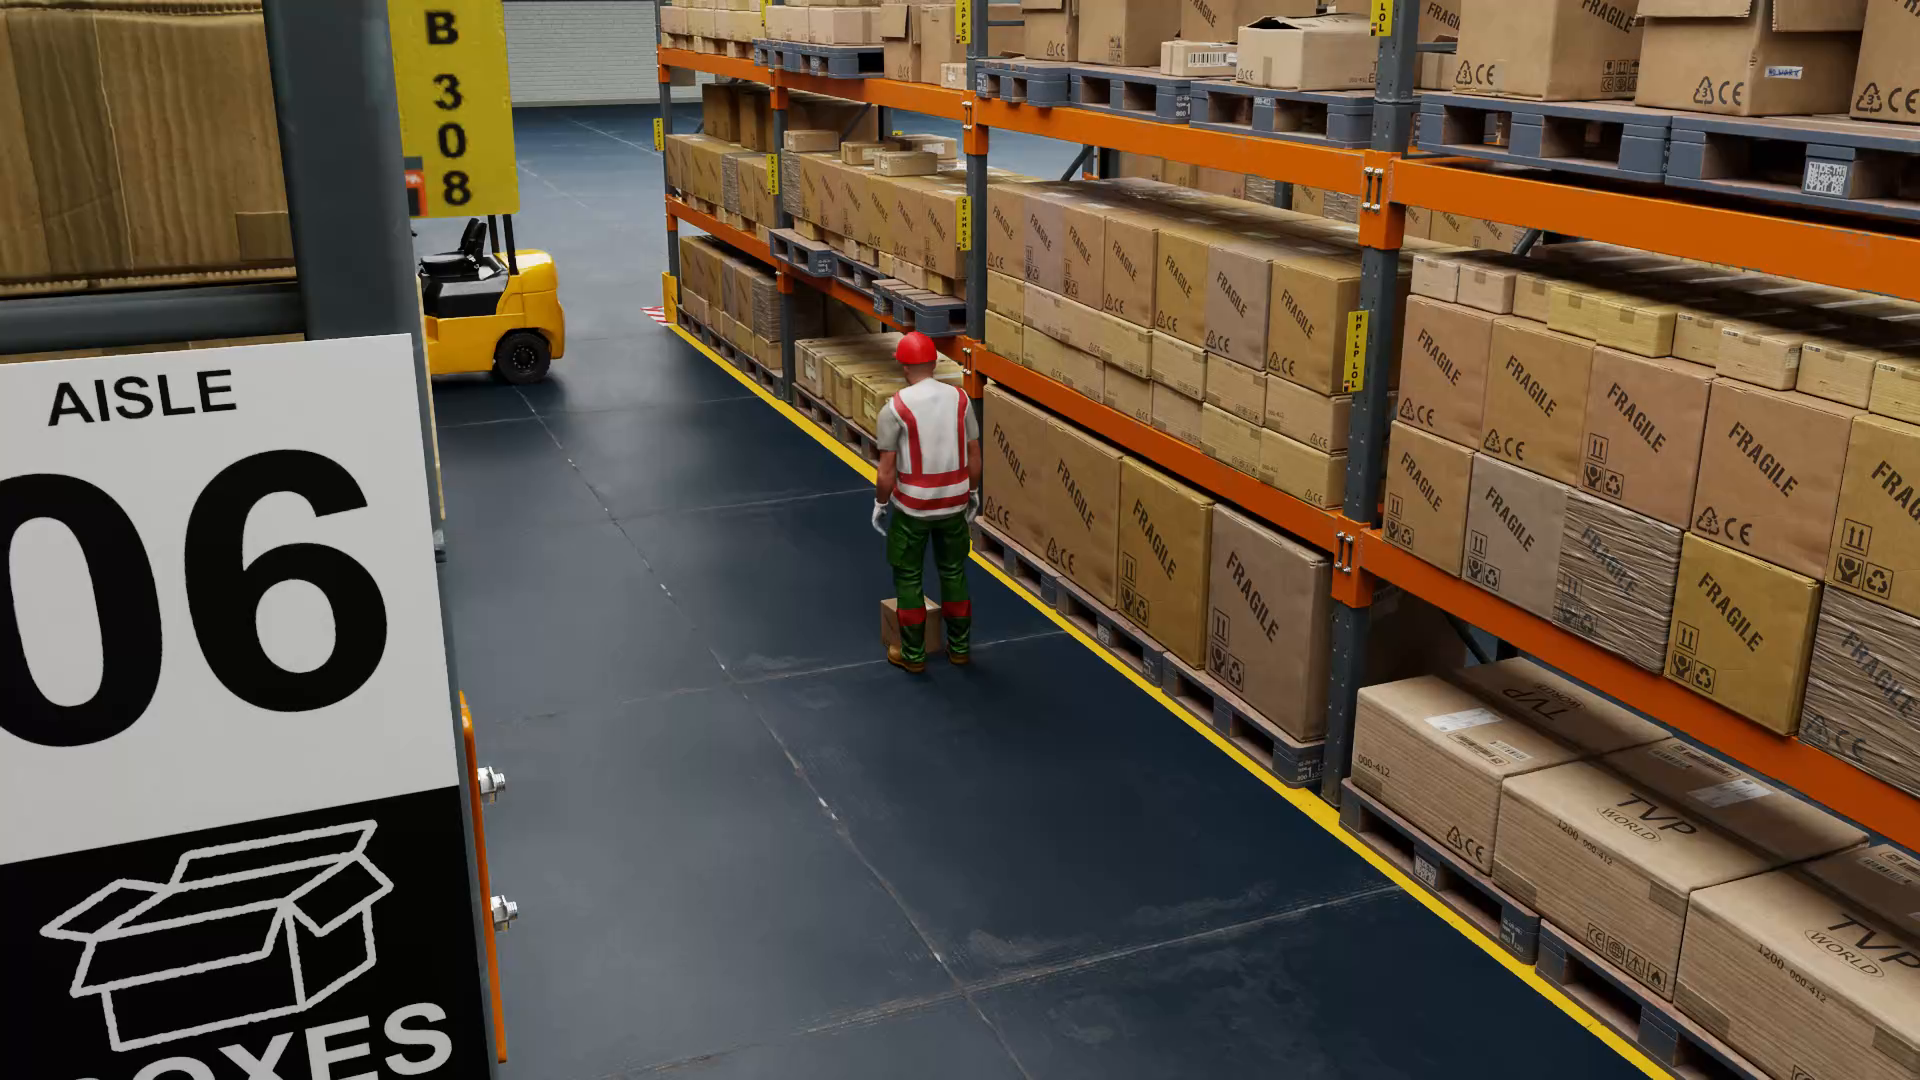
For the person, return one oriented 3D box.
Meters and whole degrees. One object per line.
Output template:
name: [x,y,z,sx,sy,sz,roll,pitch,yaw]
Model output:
person: [-0.174,-0.189,8.600,0.611,1.777,0.453,-9,21,-24]
